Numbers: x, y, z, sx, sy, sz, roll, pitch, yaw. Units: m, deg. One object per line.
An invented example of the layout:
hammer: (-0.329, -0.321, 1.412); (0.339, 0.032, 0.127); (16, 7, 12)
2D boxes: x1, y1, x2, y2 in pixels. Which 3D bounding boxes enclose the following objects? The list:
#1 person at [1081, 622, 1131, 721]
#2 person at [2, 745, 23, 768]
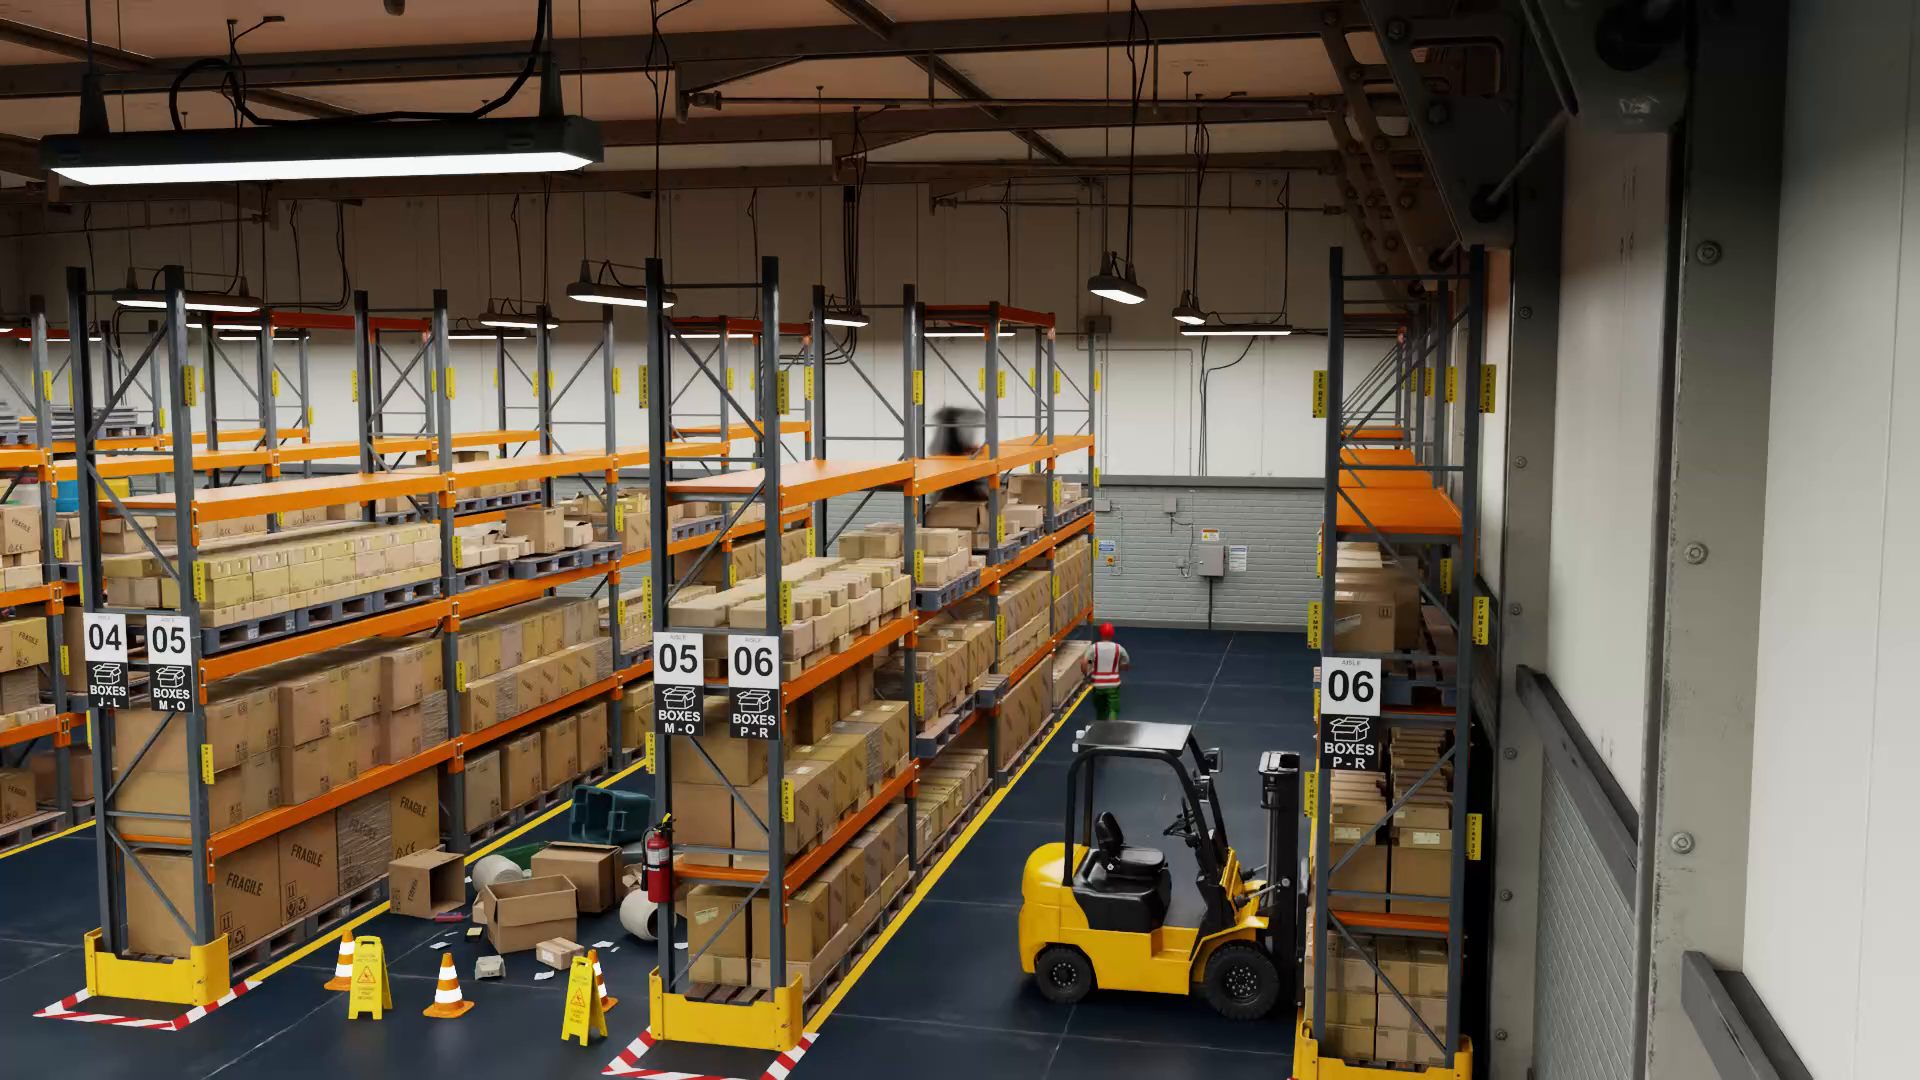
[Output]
person: (1.975, 1.981, 22.524); (0.658, 1.762, 1.000); (1, 6, 11)
person: (-11.930, 2.223, 20.560); (0.618, 1.748, 0.975); (1, 6, 7)
